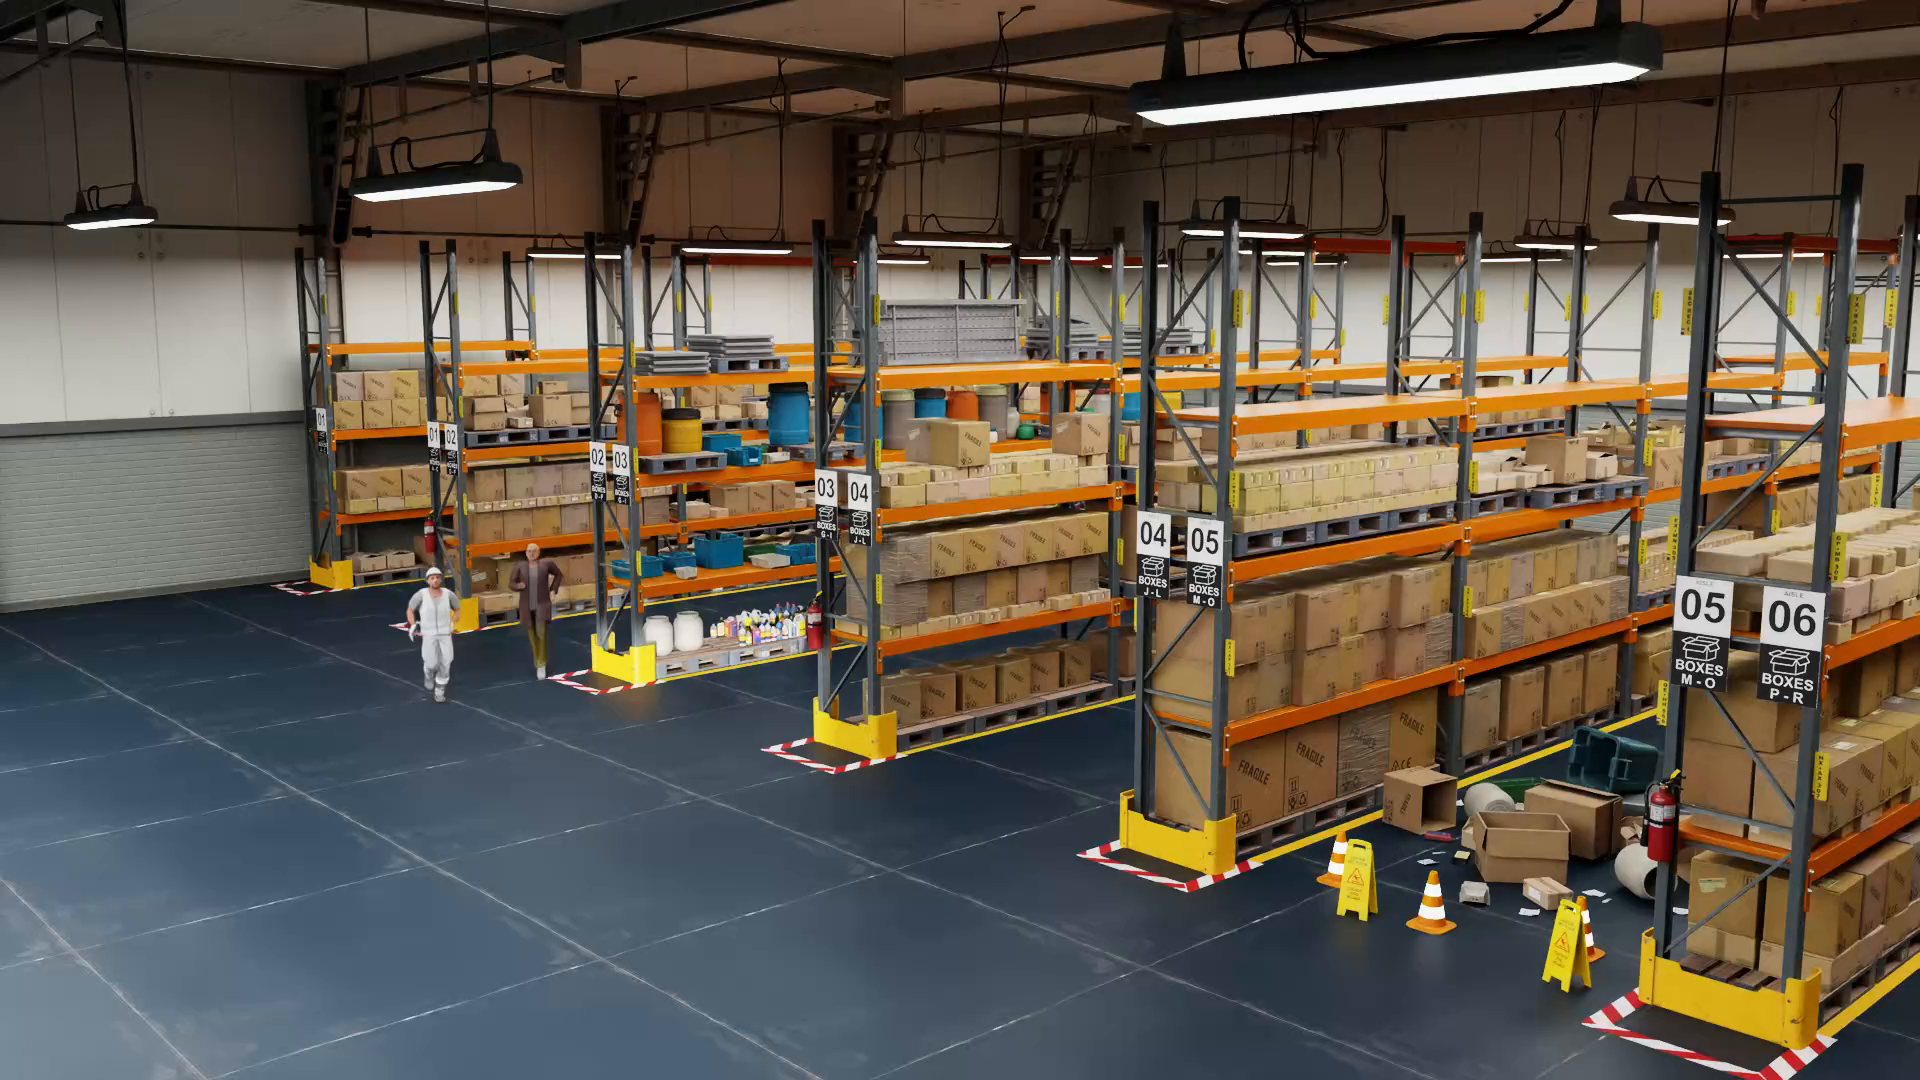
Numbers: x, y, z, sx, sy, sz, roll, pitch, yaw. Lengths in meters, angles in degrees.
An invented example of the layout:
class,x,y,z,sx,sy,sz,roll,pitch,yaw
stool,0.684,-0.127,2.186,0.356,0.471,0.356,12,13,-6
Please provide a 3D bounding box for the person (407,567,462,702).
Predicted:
class,x,y,z,sx,sy,sz,roll,pitch,yaw
person,-6.685,1.209,21.227,0.661,1.735,0.594,-4,9,-24

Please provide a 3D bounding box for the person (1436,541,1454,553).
class,x,y,z,sx,sy,sz,roll,pitch,yaw
person,7.327,0.728,24.864,0.723,1.652,0.648,-8,11,-42

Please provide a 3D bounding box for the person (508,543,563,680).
class,x,y,z,sx,sy,sz,roll,pitch,yaw
person,-5.819,0.956,22.791,0.693,1.827,0.850,0,8,-3
